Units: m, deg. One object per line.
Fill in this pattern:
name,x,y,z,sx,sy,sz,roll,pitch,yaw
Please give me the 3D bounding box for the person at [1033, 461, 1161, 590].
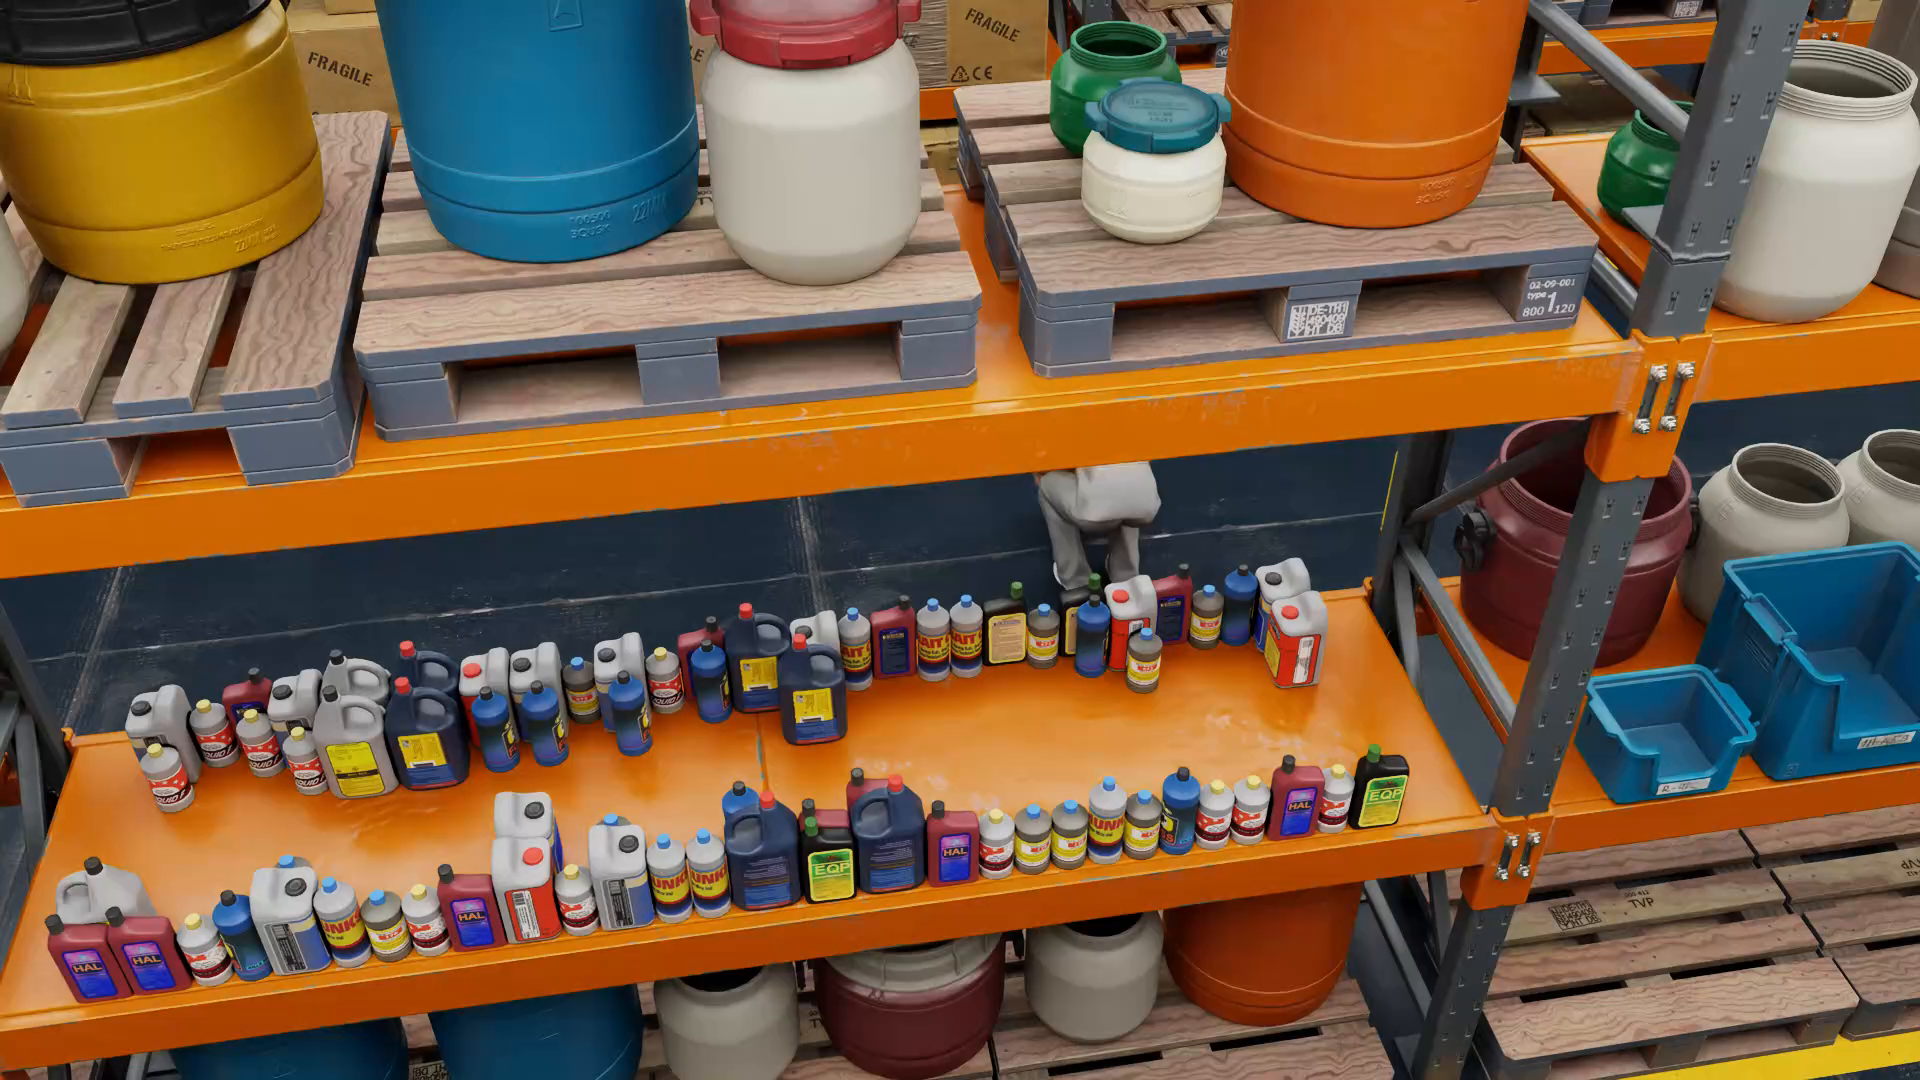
person,0.550,-0.263,6.930,0.490,1.116,0.746,-6,39,-8
